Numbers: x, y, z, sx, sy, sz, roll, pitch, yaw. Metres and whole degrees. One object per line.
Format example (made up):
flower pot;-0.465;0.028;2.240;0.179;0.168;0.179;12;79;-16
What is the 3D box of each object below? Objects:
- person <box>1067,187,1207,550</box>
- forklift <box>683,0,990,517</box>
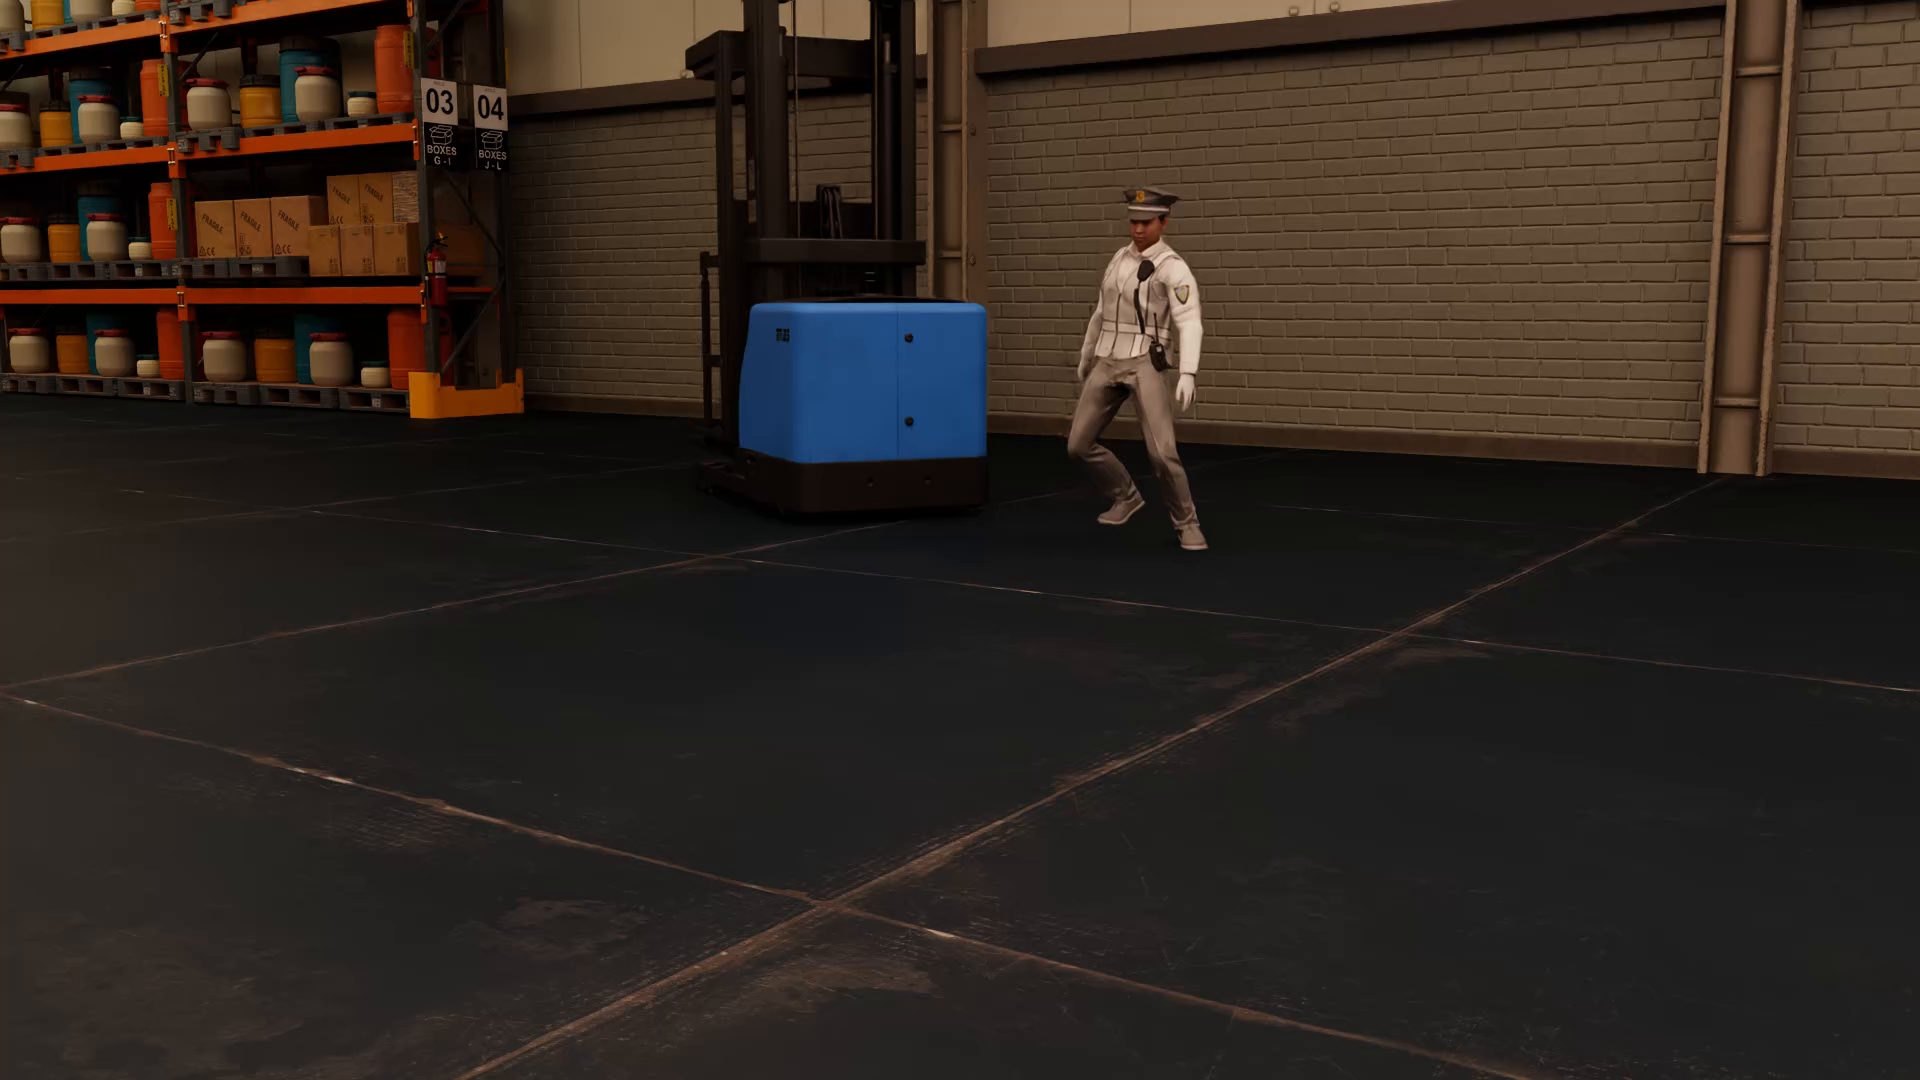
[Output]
person;0.791;-0.774;7.491;0.460;1.587;0.817;-6;10;-38
forklift;-0.889;-1.731;9.366;1.130;2.935;3.031;-3;9;-23
